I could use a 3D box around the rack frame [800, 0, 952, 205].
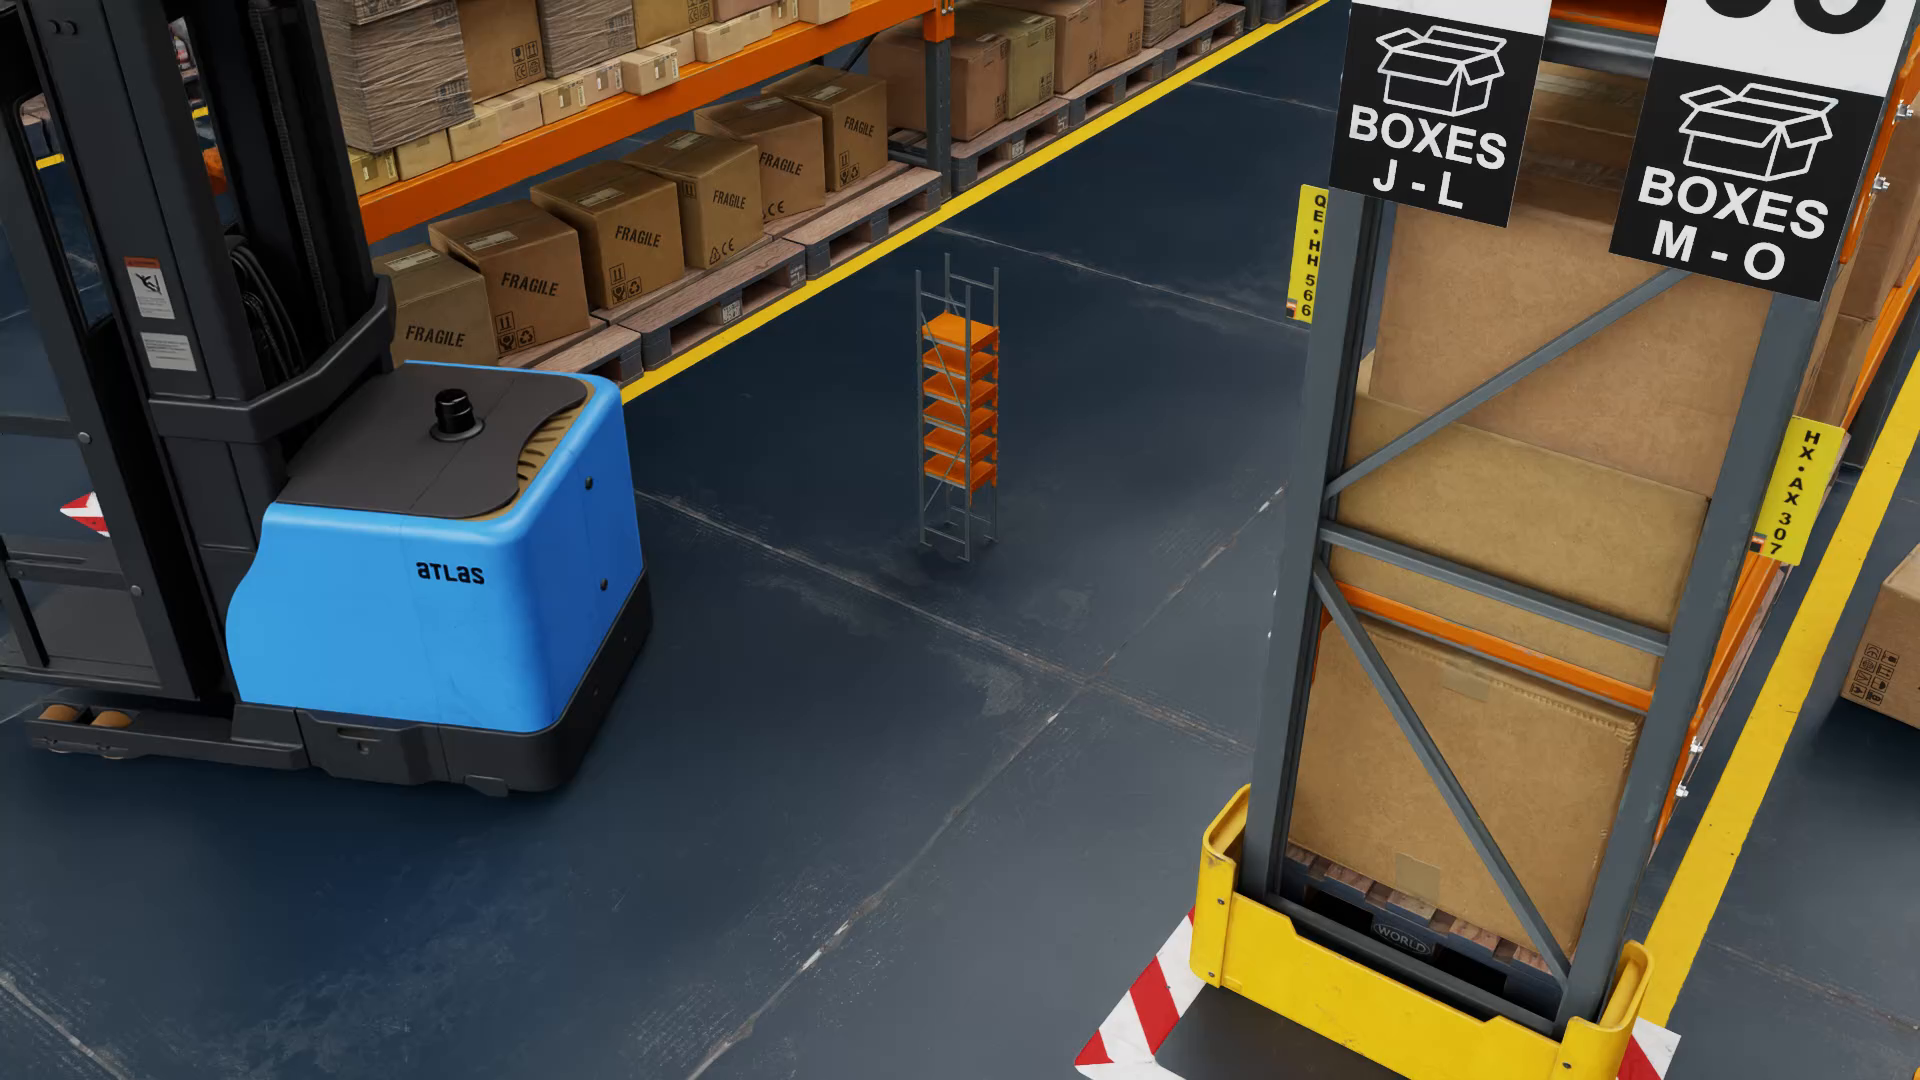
[{"bbox_3d":[-0.495,-3.357,9.037,1.000,3.000,0.127,21,39,28],"label":"rack frame"}]

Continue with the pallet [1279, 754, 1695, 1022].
[{"bbox_3d":[1.633,0.876,5.266,1.003,0.211,1.213,21,39,28],"label":"pallet"}]

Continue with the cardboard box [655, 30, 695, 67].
[{"bbox_3d":[-1.448,-2.284,7.674,0.380,0.149,0.250,21,39,28],"label":"cardboard box"}]

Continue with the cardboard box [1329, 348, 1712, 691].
[{"bbox_3d":[1.416,-0.133,4.135,0.875,0.550,0.550,21,39,28],"label":"cardboard box"}]

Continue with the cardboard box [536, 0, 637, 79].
[{"bbox_3d":[-1.932,-2.410,7.282,0.875,0.500,0.500,21,39,28],"label":"cardboard box"}]

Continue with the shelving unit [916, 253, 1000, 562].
[{"bbox_3d":[-0.008,-0.490,6.404,0.258,1.200,0.189,21,39,28],"label":"shelving unit"}]

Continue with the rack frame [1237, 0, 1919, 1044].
[{"bbox_3d":[1.242,0.114,3.903,1.000,3.000,0.127,21,39,28],"label":"rack frame"}]

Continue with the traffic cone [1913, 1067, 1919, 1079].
[{"bbox_3d":[2.711,1.374,4.305,0.336,0.463,0.334,21,39,28],"label":"traffic cone"}]

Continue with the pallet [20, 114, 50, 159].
[{"bbox_3d":[-6.372,-2.366,10.060,1.003,0.211,1.213,21,39,28],"label":"pallet"}]

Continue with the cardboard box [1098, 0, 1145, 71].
[{"bbox_3d":[0.797,-3.508,11.098,0.700,0.500,0.500,25,41,32],"label":"cardboard box"}]

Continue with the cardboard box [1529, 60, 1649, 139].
[{"bbox_3d":[1.723,-0.836,4.211,0.875,0.550,0.550,21,39,28],"label":"cardboard box"}]

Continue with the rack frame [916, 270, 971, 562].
[{"bbox_3d":[-0.060,-0.448,6.342,0.240,1.200,0.006,21,39,28],"label":"rack frame"}]

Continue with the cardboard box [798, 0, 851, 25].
[{"bbox_3d":[-0.769,-2.702,8.292,0.380,0.149,0.250,21,39,28],"label":"cardboard box"}]

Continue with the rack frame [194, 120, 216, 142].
[{"bbox_3d":[-2.775,-1.517,6.315,1.000,3.000,0.127,21,39,28],"label":"rack frame"}]

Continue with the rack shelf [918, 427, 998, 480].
[{"bbox_3d":[-0.008,-0.354,6.496,0.258,0.103,0.180,21,39,28],"label":"rack shelf"}]

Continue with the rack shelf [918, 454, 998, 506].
[{"bbox_3d":[-0.008,-0.255,6.563,0.258,0.103,0.180,21,39,28],"label":"rack shelf"}]

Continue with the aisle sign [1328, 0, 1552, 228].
[{"bbox_3d":[0.955,-1.026,3.269,0.394,0.787,0.004,21,39,28],"label":"aisle sign"}]

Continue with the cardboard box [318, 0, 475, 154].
[{"bbox_3d":[-2.439,-1.926,6.565,0.875,0.500,0.500,21,39,28],"label":"cardboard box"}]

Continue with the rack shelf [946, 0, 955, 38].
[{"bbox_3d":[0.646,-3.980,10.599,1.077,0.370,4.000,21,39,28],"label":"rack shelf"}]

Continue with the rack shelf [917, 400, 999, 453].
[{"bbox_3d":[-0.008,-0.454,6.429,0.258,0.103,0.180,21,39,28],"label":"rack shelf"}]

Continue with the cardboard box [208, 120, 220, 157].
[{"bbox_3d":[-2.782,-1.610,6.677,0.380,0.149,0.250,21,39,28],"label":"cardboard box"}]

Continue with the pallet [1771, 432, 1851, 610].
[{"bbox_3d":[3.025,-0.246,6.926,1.003,0.211,1.213,21,39,28],"label":"pallet"}]

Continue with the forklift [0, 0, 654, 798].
[{"bbox_3d":[-2.702,-0.754,5.249,3.031,2.935,1.130,5,34,8],"label":"forklift"}]

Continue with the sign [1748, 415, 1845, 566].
[{"bbox_3d":[1.694,-0.097,3.372,0.100,0.325,0.005,21,39,28],"label":"sign"}]

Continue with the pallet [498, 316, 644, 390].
[{"bbox_3d":[-2.240,-0.759,7.684,1.003,0.211,1.213,21,39,28],"label":"pallet"}]

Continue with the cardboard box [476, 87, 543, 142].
[{"bbox_3d":[-1.978,-1.808,6.971,0.380,0.149,0.250,21,39,28],"label":"cardboard box"}]

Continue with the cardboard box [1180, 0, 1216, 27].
[{"bbox_3d":[1.421,-4.030,11.871,0.700,0.500,0.500,19,38,26],"label":"cardboard box"}]

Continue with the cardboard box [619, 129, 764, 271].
[{"bbox_3d":[-1.365,-1.748,8.513,0.500,0.500,0.500,18,38,24],"label":"cardboard box"}]

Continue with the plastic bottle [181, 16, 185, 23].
[{"bbox_3d":[-5.348,-3.647,11.508,0.097,0.271,0.097,0,34,0],"label":"plastic bottle"}]

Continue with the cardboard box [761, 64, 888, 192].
[{"bbox_3d":[-0.756,-2.325,9.366,0.500,0.500,0.500,20,39,27],"label":"cardboard box"}]

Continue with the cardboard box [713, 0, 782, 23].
[{"bbox_3d":[-1.318,-2.853,7.937,0.875,0.500,0.500,21,39,28],"label":"cardboard box"}]

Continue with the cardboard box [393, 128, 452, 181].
[{"bbox_3d":[-2.259,-1.576,6.628,0.380,0.149,0.250,21,39,28],"label":"cardboard box"}]

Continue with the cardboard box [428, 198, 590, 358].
[{"bbox_3d":[-2.093,-1.223,7.737,0.500,0.500,0.500,-25,41,-32],"label":"cardboard box"}]

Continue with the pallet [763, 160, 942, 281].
[{"bbox_3d":[-0.848,-1.882,9.344,1.003,0.211,1.213,21,39,28],"label":"pallet"}]

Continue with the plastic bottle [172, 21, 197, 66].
[{"bbox_3d":[-5.083,-3.294,10.983,0.152,0.276,0.135,22,40,29],"label":"plastic bottle"}]

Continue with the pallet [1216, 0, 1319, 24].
[{"bbox_3d":[2.298,-4.382,13.041,1.003,0.211,1.213,21,39,28],"label":"pallet"}]

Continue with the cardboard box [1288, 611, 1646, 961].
[{"bbox_3d":[1.574,0.487,4.874,0.875,0.875,0.875,21,40,28],"label":"cardboard box"}]

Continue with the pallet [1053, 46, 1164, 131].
[{"bbox_3d":[0.643,-3.125,11.182,1.003,0.211,1.213,21,39,28],"label":"pallet"}]

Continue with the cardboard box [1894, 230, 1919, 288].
[{"bbox_3d":[3.027,-1.355,5.942,0.875,0.550,0.550,21,39,28],"label":"cardboard box"}]

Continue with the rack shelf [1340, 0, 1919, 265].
[{"bbox_3d":[2.382,-1.751,4.626,1.077,0.370,4.000,21,39,28],"label":"rack shelf"}]

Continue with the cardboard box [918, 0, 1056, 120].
[{"bbox_3d":[0.161,-2.993,10.337,0.700,0.500,0.500,21,39,28],"label":"cardboard box"}]

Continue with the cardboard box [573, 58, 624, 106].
[{"bbox_3d":[-1.710,-2.045,7.320,0.380,0.149,0.250,21,39,28],"label":"cardboard box"}]

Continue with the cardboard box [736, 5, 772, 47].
[{"bbox_3d":[-1.129,-2.501,7.995,0.380,0.149,0.250,21,39,28],"label":"cardboard box"}]
